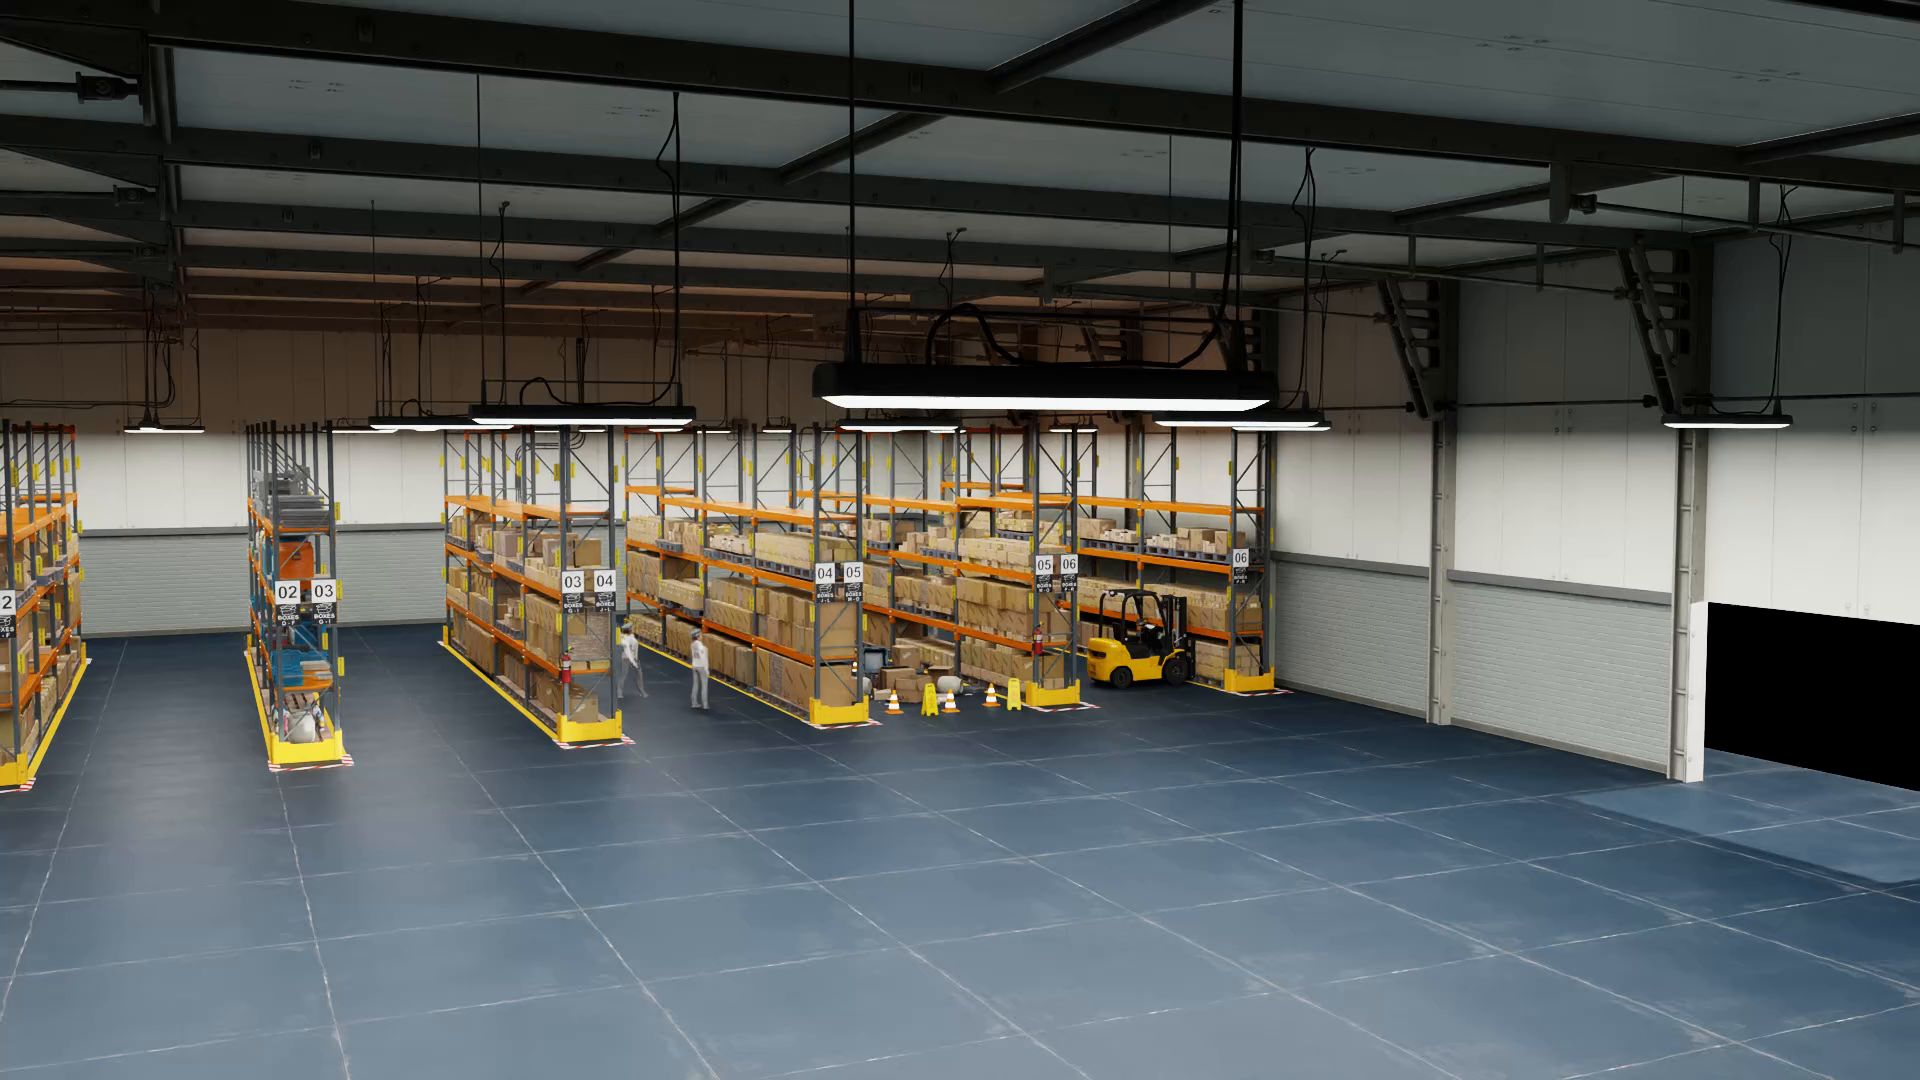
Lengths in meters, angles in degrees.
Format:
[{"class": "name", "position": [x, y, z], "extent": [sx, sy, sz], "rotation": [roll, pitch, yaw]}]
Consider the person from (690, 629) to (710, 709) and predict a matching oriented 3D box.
[{"class": "person", "position": [-5.458, 2.699, 34.919], "extent": [0.510, 1.694, 0.405], "rotation": [3, 5, 40]}]

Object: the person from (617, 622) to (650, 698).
[{"class": "person", "position": [-7.181, 2.637, 36.394], "extent": [0.635, 1.698, 0.609], "rotation": [2, 4, 29]}]

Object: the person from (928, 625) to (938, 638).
[{"class": "person", "position": [-0.822, 1.880, 47.295], "extent": [0.401, 1.772, 0.617], "rotation": [-2, 4, -32]}]
